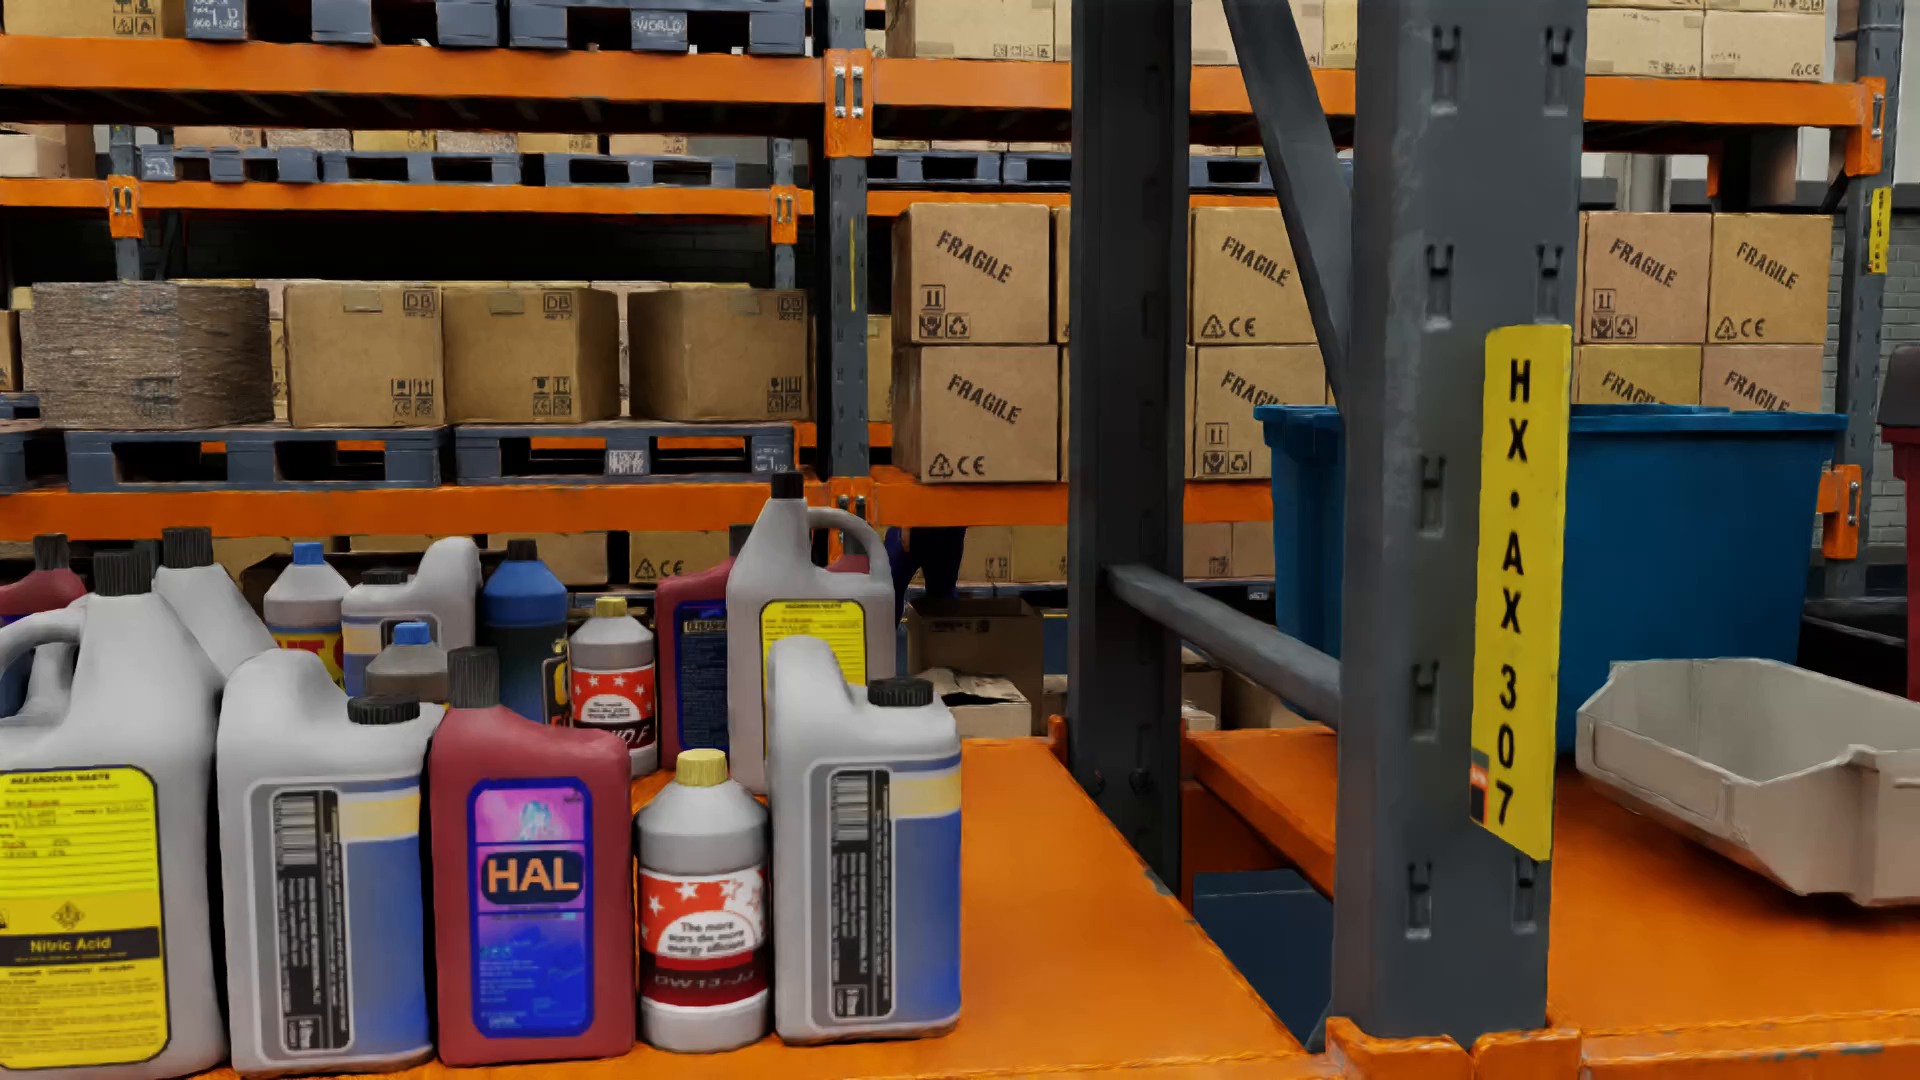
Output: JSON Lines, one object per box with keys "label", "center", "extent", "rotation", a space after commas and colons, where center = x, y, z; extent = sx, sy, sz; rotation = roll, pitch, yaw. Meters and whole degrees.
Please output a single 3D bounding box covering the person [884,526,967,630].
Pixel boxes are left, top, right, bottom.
{"label": "person", "center": [-0.293, -0.071, 9.034], "extent": [0.603, 1.638, 0.543], "rotation": [5, 8, 37]}
